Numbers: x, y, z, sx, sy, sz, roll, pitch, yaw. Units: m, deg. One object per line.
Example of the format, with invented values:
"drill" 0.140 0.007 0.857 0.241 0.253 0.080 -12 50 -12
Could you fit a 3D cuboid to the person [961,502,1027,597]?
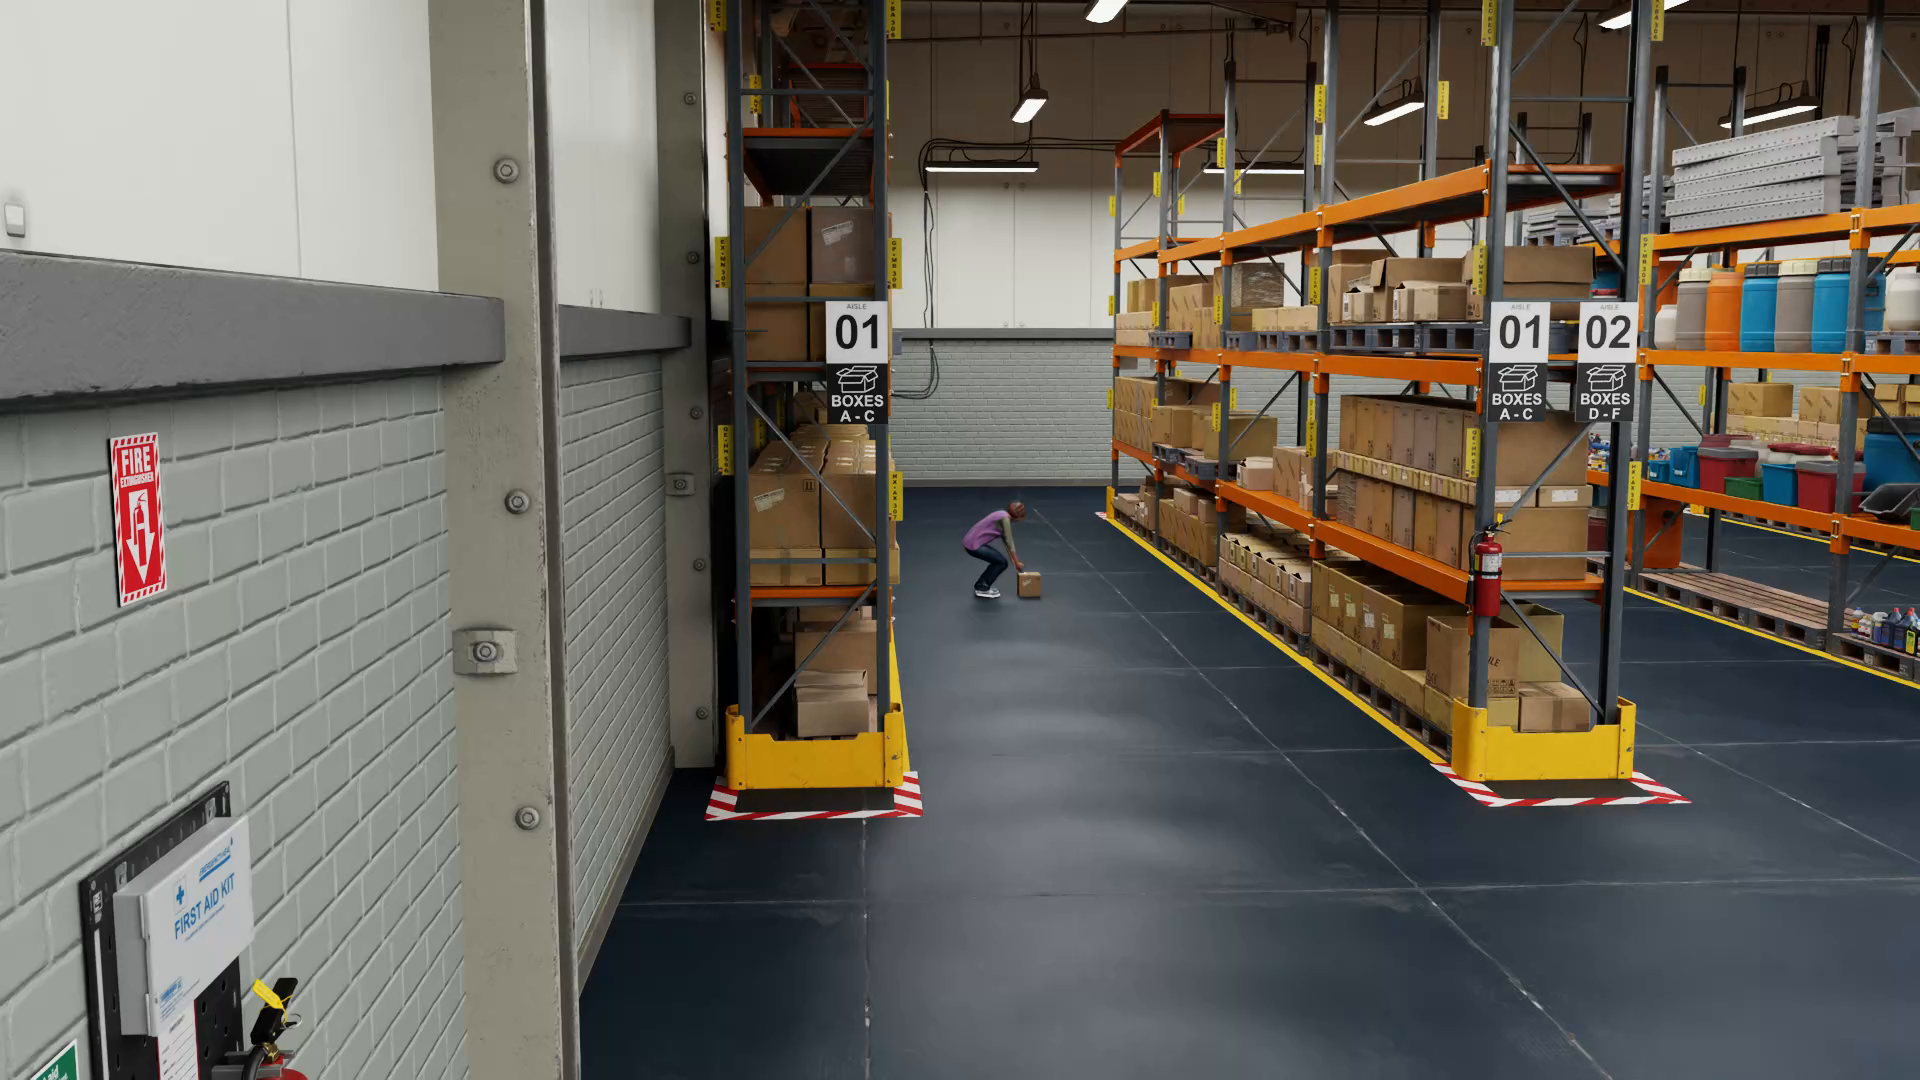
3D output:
"person" 0.389 0.104 19.095 0.754 1.075 0.461 0 7 -4
